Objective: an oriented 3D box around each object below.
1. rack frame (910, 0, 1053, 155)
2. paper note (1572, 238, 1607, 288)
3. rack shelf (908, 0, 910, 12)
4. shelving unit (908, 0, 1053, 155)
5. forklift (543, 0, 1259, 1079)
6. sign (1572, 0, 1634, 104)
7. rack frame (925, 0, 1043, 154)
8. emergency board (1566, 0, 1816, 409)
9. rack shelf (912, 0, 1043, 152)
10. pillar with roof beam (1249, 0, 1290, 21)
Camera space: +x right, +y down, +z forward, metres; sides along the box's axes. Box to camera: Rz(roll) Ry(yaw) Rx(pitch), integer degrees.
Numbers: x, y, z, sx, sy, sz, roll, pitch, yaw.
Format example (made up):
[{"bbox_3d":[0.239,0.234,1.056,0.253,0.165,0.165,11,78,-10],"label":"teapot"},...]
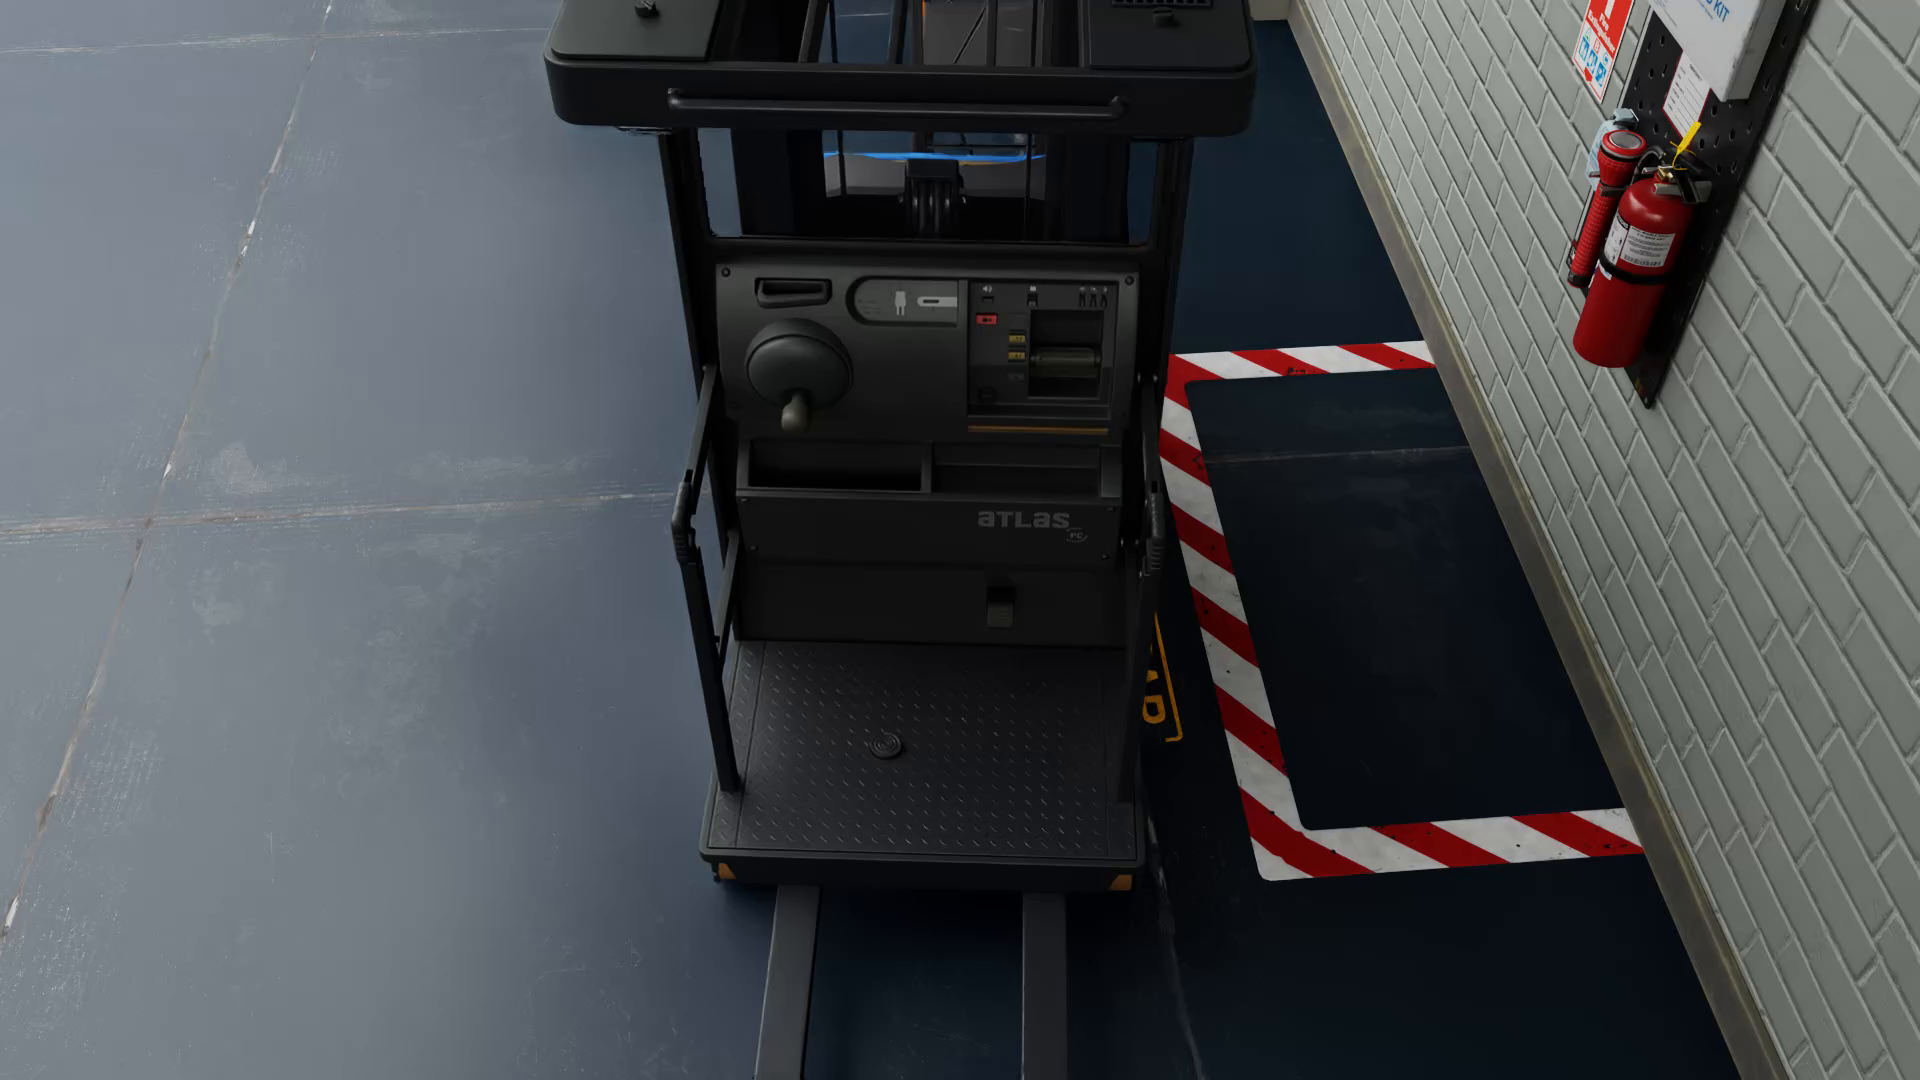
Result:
[{"bbox_3d":[0.063,-1.158,4.901,0.400,2.100,0.015,1,47,1],"label":"rack frame"},{"bbox_3d":[1.721,-0.785,4.534,0.016,0.148,0.142,-3,47,-3],"label":"paper note"},{"bbox_3d":[0.071,-1.807,4.570,0.431,0.518,0.480,1,47,1],"label":"rack shelf"},{"bbox_3d":[0.071,-1.335,5.068,0.431,2.100,0.503,1,47,1],"label":"shelving unit"},{"bbox_3d":[-0.078,-0.332,3.545,1.130,2.935,3.031,1,47,1],"label":"forklift"},{"bbox_3d":[1.724,-1.374,4.461,0.001,0.329,0.234,-3,47,-3],"label":"sign"},{"bbox_3d":[0.079,-1.512,5.236,0.400,2.100,0.015,1,47,1],"label":"rack frame"},{"bbox_3d":[1.667,-0.956,4.089,0.194,1.169,0.643,-3,47,-3],"label":"emergency board"},{"bbox_3d":[0.071,-1.326,5.078,0.431,0.518,0.480,1,47,1],"label":"rack shelf"},{"bbox_3d":[-2.956,-5.308,4.079,9.100,9.000,0.400,-3,47,-3],"label":"pillar with roof beam"}]
